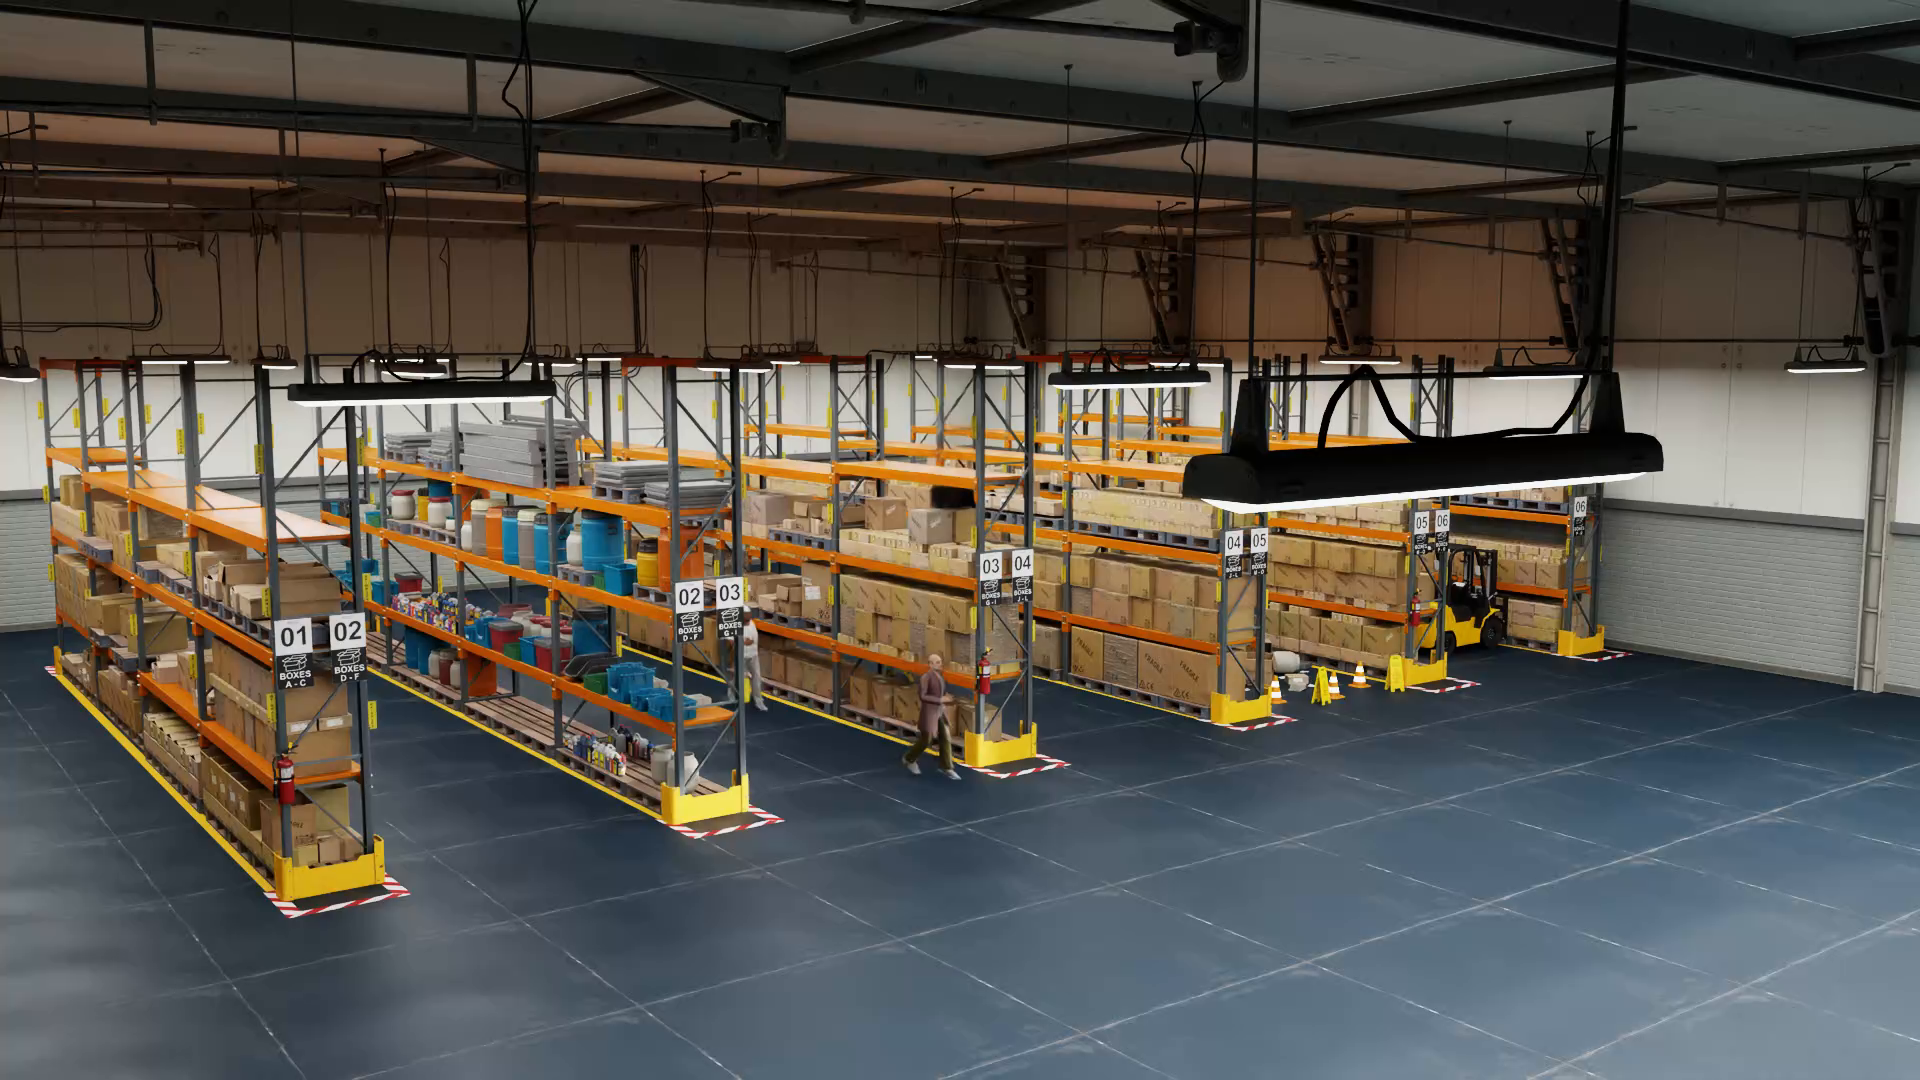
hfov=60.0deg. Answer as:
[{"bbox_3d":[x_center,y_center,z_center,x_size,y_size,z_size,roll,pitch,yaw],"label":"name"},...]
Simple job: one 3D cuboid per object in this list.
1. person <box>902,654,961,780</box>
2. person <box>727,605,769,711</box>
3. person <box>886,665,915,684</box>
[{"bbox_3d":[-0.415,2.656,24.157,0.919,1.631,0.734,4,8,31],"label":"person"},{"bbox_3d":[-3.675,2.008,28.539,0.912,1.788,0.689,6,9,43],"label":"person"},{"bbox_3d":[-1.083,1.761,30.889,0.837,1.791,0.728,6,9,43],"label":"person"}]
